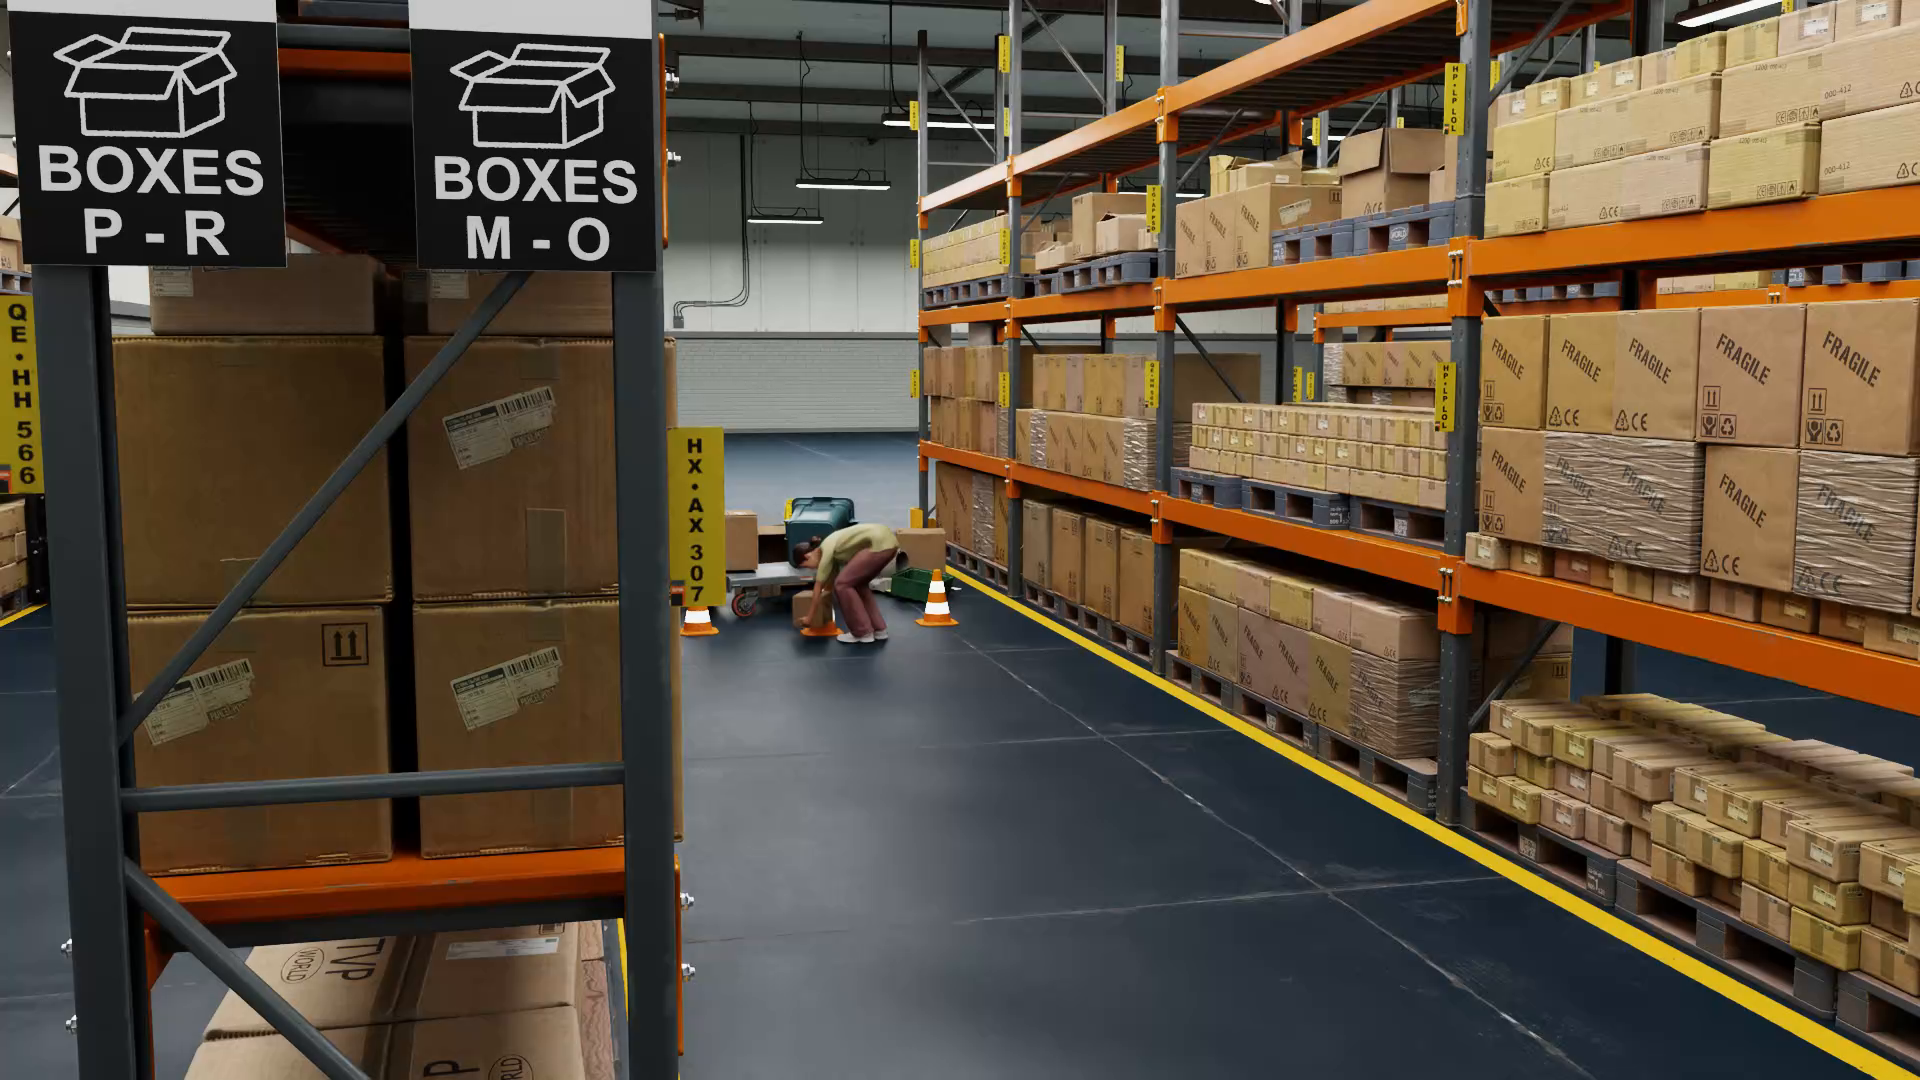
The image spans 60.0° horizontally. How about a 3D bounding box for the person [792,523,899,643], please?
[{"bbox_3d":[-0.923,0.338,13.388,0.855,0.950,0.452,1,6,13],"label":"person"}]
